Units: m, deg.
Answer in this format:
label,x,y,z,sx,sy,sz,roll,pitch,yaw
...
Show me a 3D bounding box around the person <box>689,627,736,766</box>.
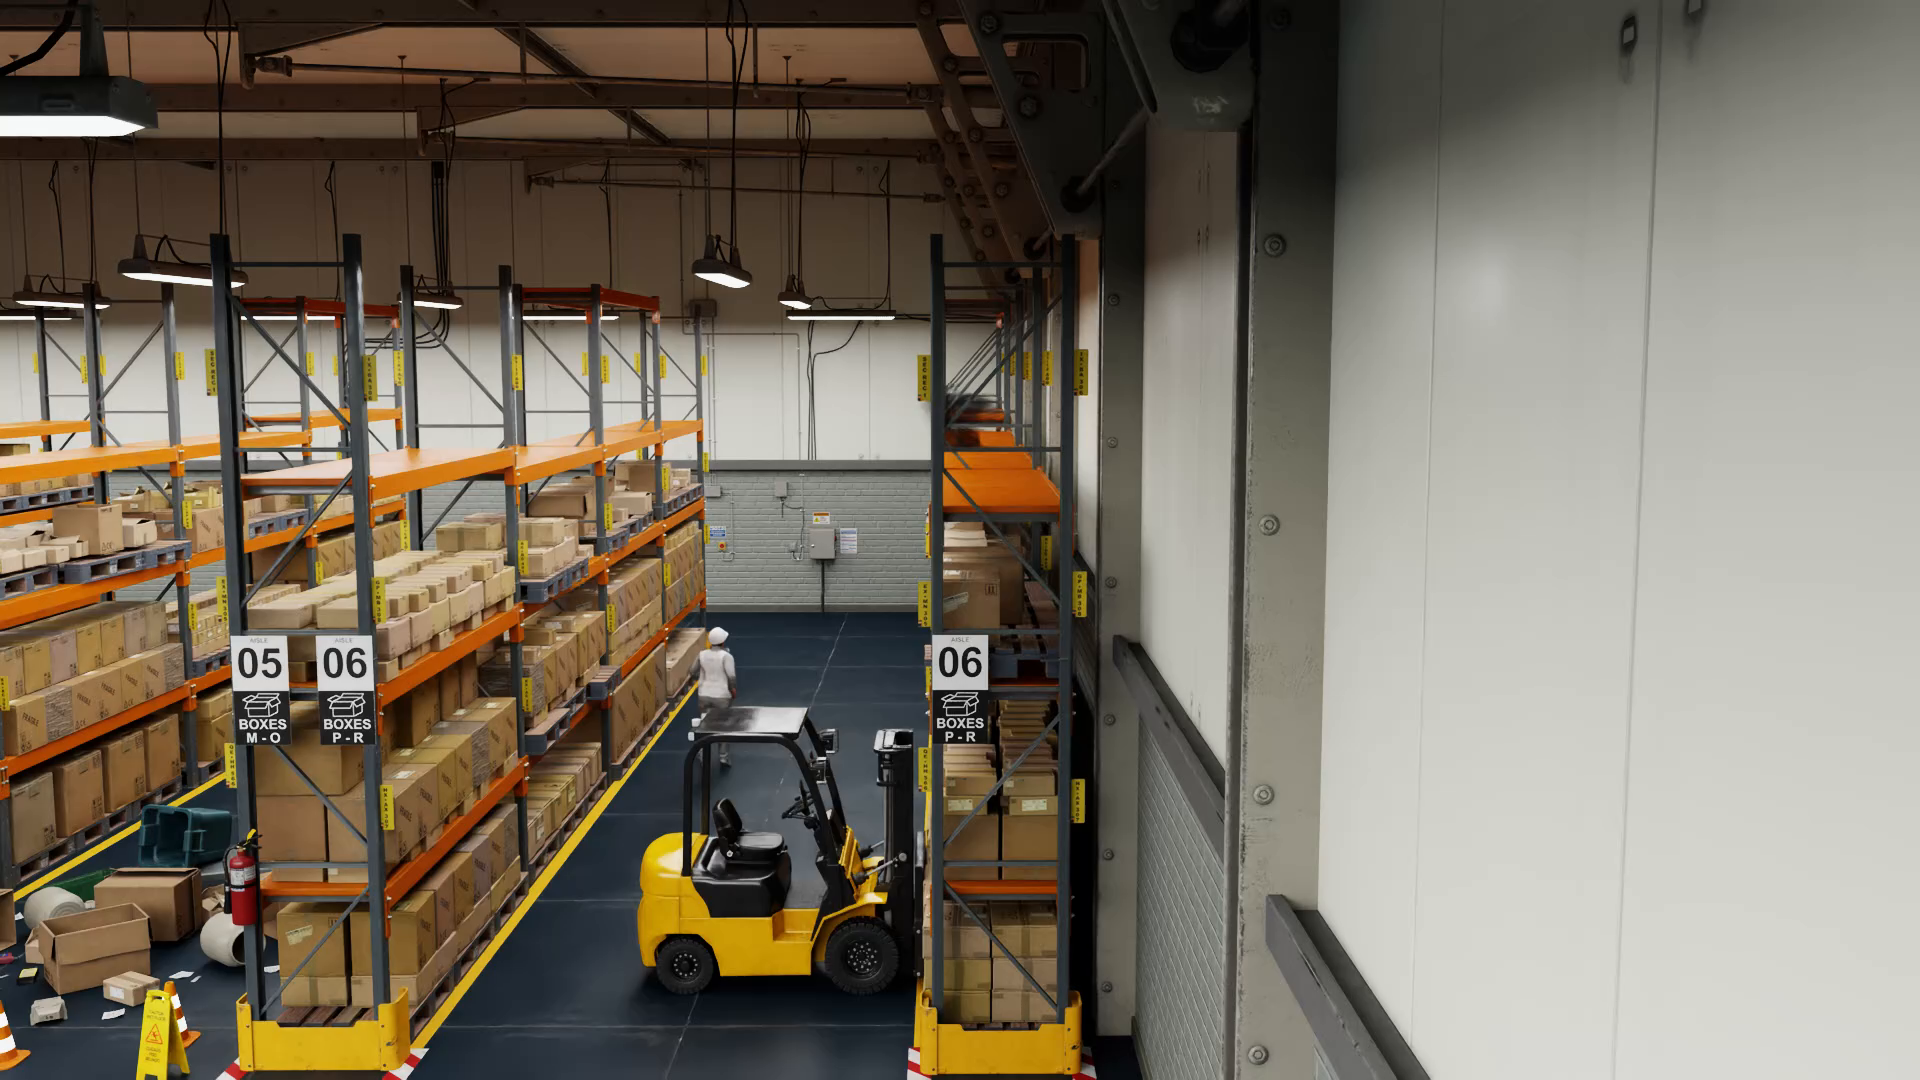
label,x,y,z,sx,sy,sz,roll,pitch,yaw
person,-3.082,2.000,20.761,0.651,1.810,0.821,1,6,11
